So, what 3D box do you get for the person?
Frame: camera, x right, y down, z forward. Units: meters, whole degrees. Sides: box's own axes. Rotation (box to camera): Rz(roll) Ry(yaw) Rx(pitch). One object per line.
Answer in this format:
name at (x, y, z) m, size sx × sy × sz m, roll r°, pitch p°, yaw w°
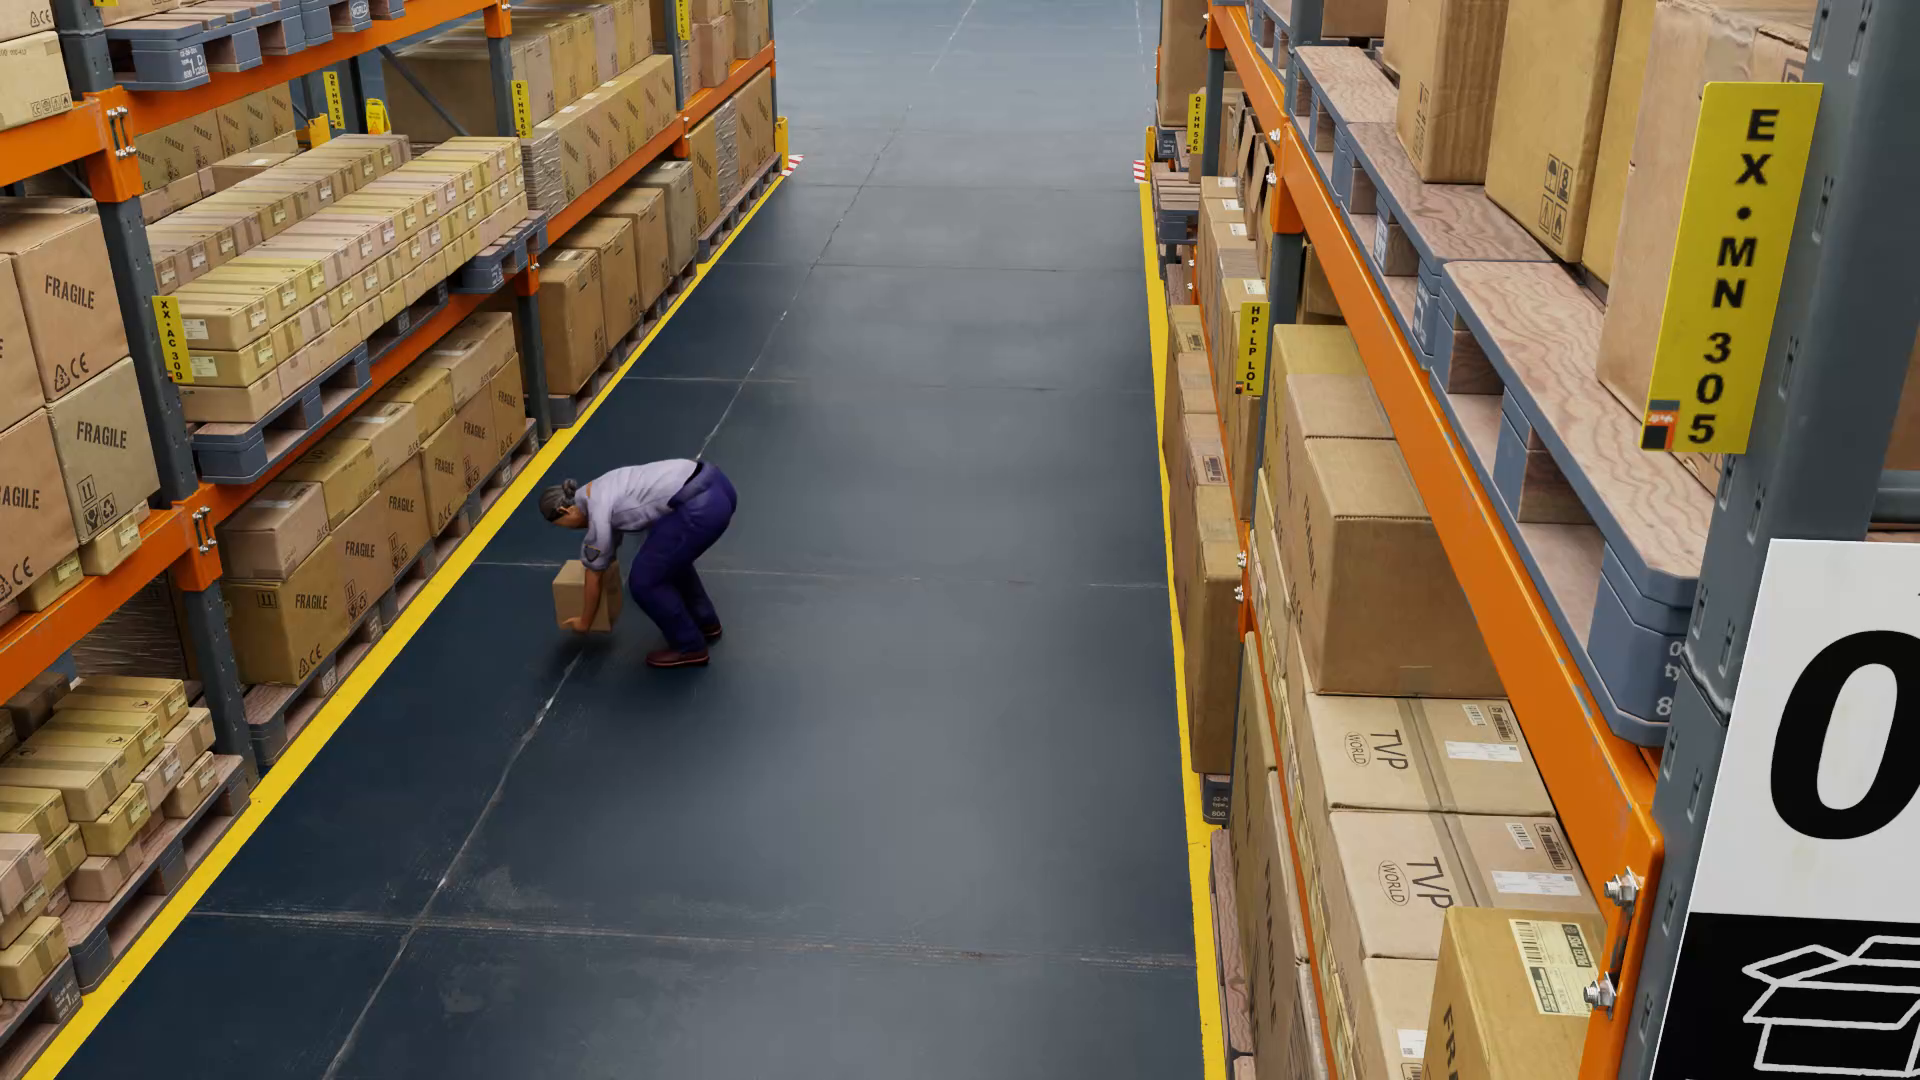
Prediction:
person at (-1.491, 0.089, 7.775) m, size 0.907 × 0.945 × 0.503 m, roll 1°, pitch 25°, yaw 2°
